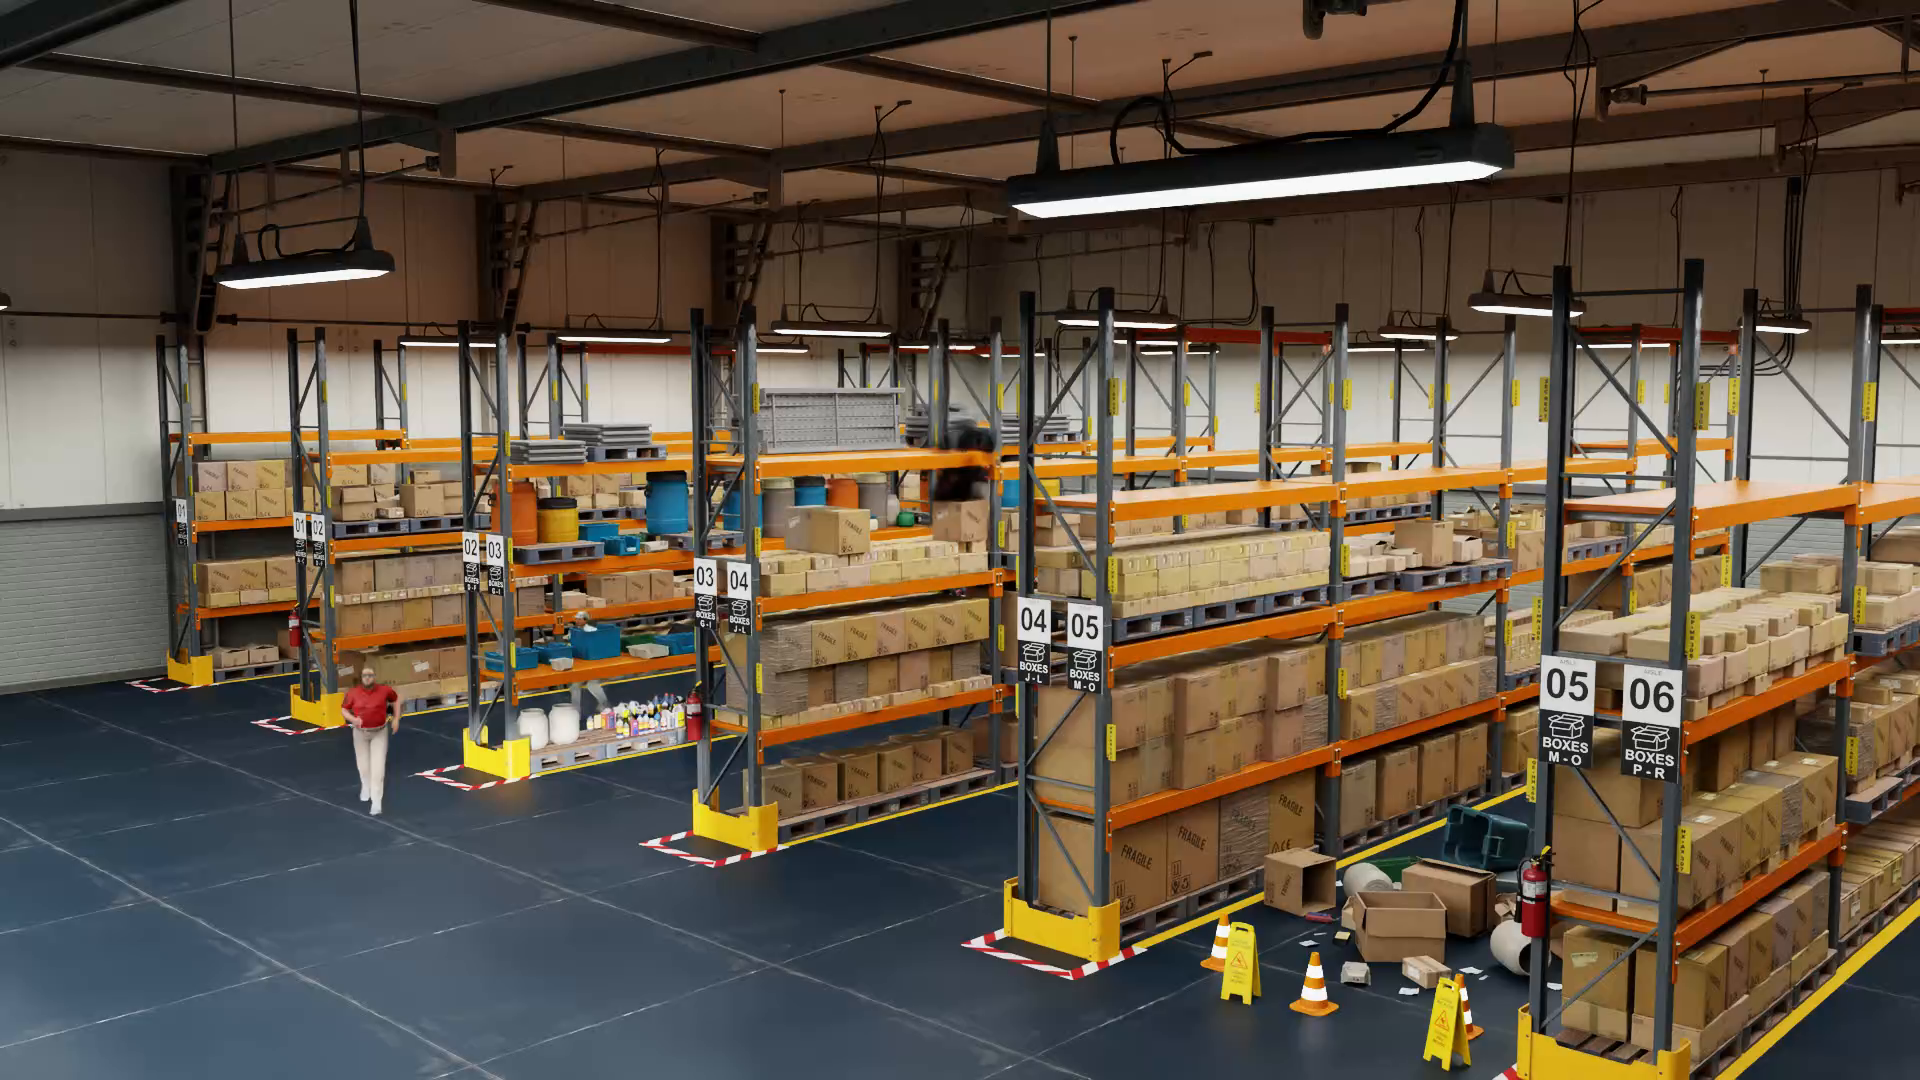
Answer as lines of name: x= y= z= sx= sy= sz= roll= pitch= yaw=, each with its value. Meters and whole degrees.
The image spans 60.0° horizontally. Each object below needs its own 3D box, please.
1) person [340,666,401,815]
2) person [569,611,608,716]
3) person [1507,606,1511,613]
person: x=-7.191 y=2.401 z=20.308 sx=0.685 sy=1.761 sz=0.874 roll=-1 pitch=6 yaw=-14
person: x=-5.748 y=1.936 z=25.683 sx=0.589 sy=1.686 sz=0.870 roll=3 pitch=6 yaw=27
person: x=8.445 y=1.914 z=25.652 sx=0.752 sy=1.692 sz=0.885 roll=5 pitch=7 yaw=40
